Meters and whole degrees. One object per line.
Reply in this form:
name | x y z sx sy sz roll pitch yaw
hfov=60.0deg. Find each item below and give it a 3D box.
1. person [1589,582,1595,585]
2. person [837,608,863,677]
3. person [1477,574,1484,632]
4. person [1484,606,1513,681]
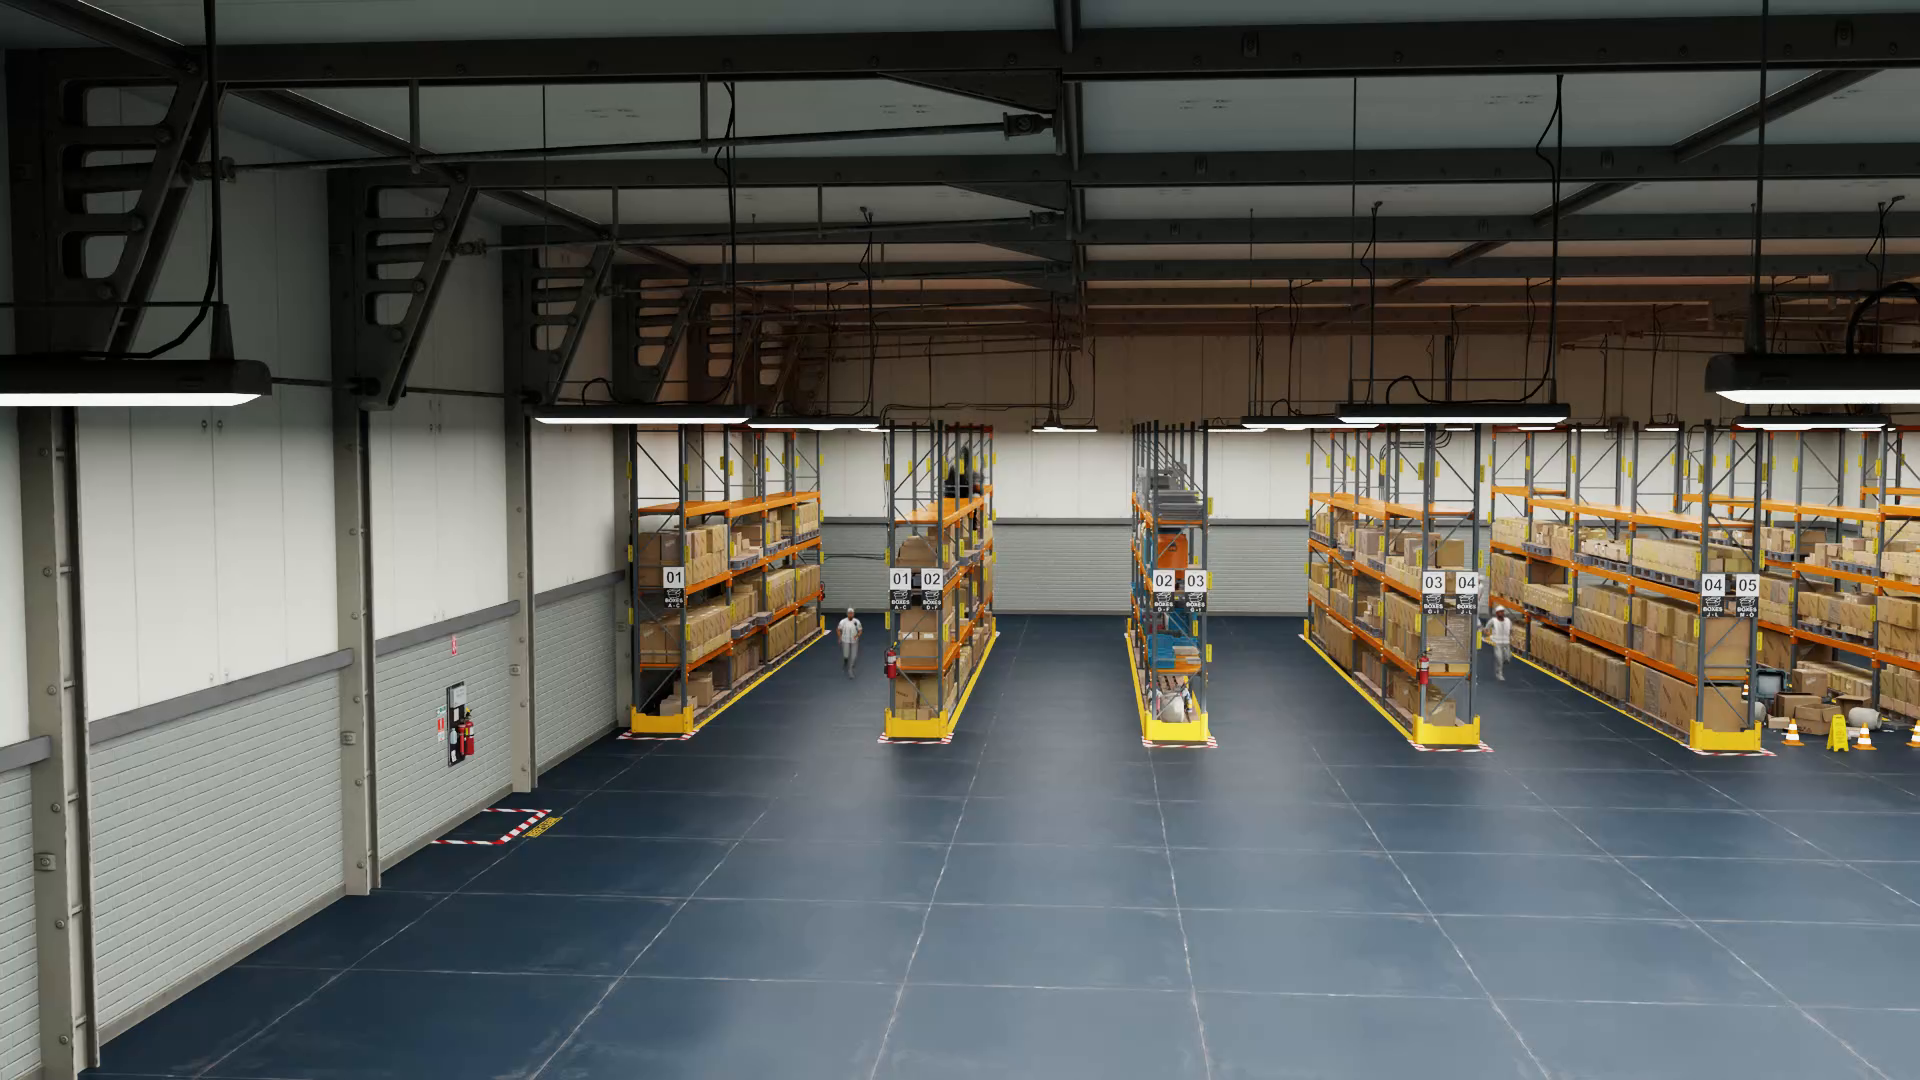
person | 16.782 2.008 44.201 0.704 1.761 1.049 0 4 1
person | -2.592 2.428 39.244 0.606 1.626 0.537 0 4 -8
person | 14.683 1.846 47.674 0.702 1.759 0.788 1 4 14
person | 12.569 2.404 38.749 0.685 1.735 0.667 0 4 -4
